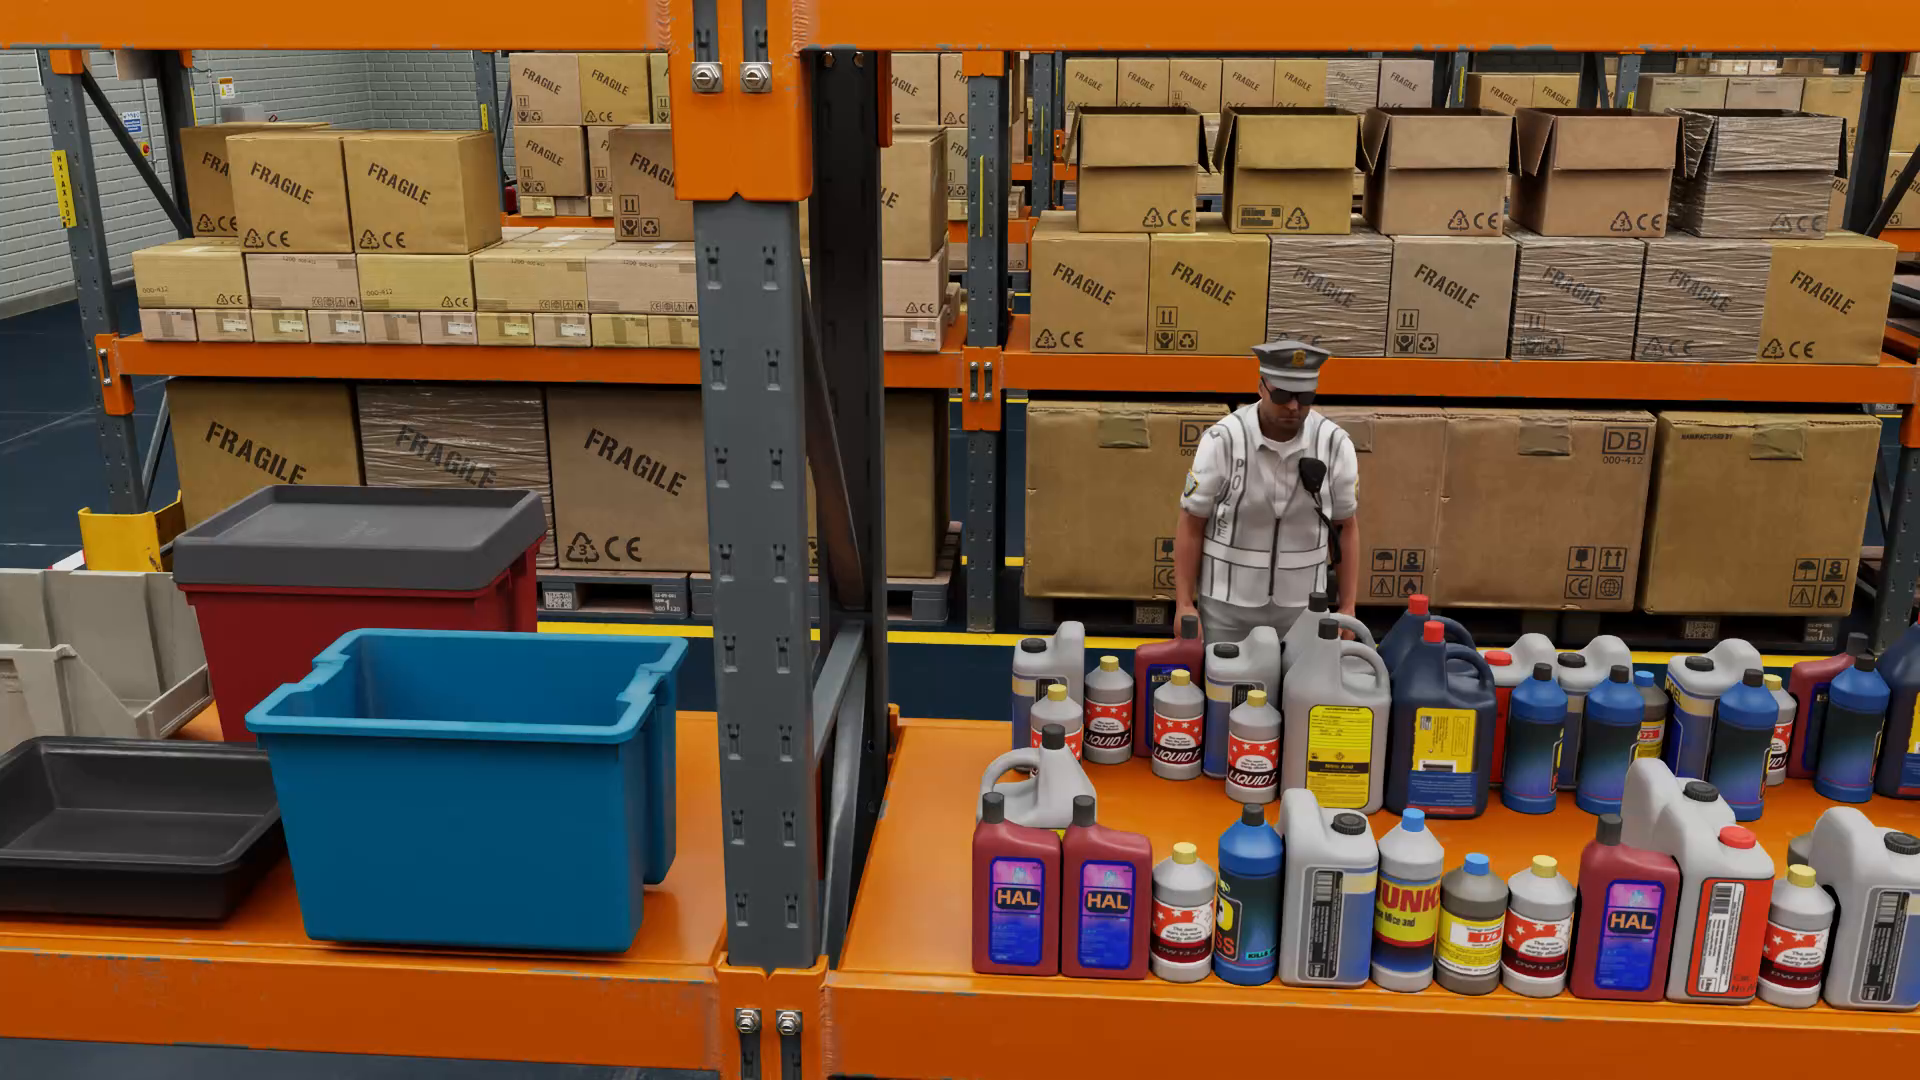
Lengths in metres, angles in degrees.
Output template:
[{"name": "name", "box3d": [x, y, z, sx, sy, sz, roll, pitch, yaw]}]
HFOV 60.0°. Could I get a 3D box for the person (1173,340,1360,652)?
[{"name": "person", "box3d": [0.975, 0.207, 5.368, 0.605, 1.751, 0.428, 0, 17, 1]}]
